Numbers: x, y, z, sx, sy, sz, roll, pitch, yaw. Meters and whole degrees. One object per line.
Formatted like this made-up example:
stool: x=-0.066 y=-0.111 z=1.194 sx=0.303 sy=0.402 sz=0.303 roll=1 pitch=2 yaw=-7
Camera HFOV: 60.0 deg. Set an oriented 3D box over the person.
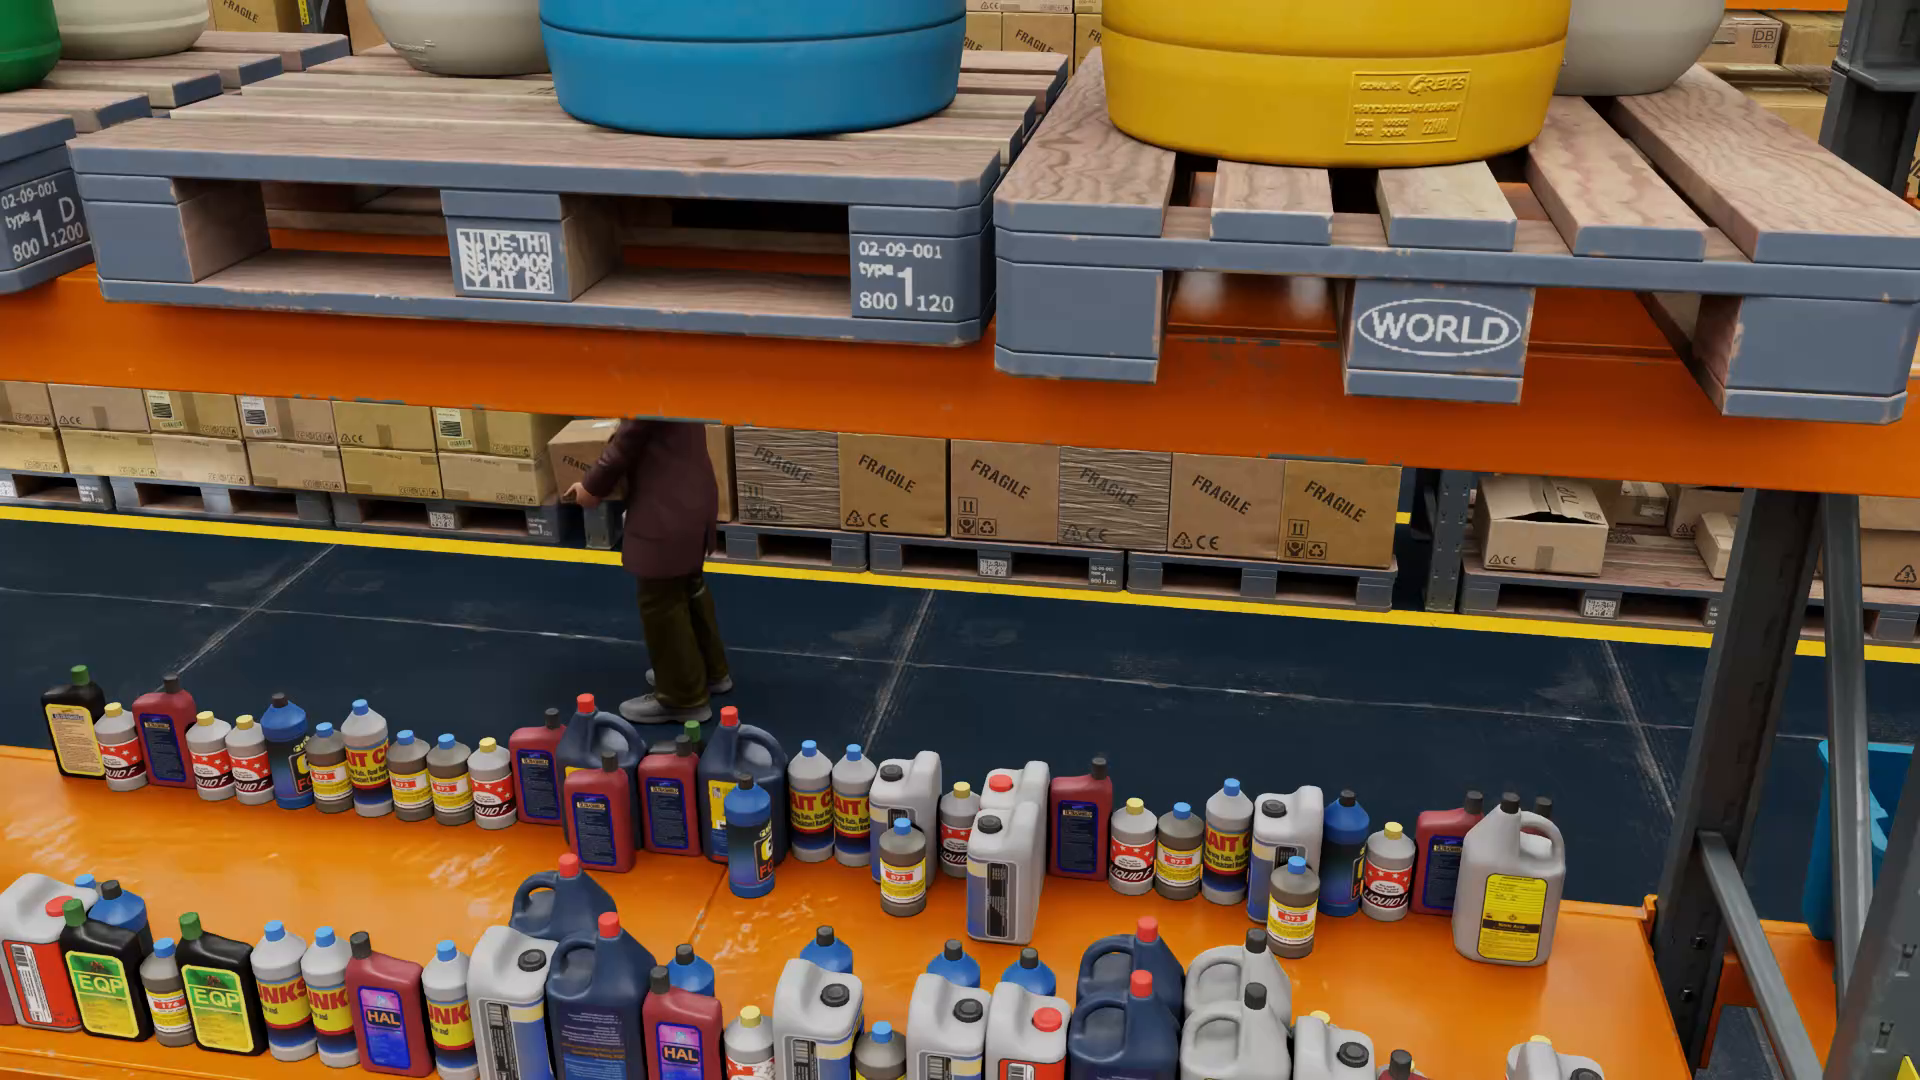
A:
person: x=-1.224 y=-0.146 z=6.446 sx=0.545 sy=1.779 sz=0.525 roll=4 pitch=25 yaw=8
